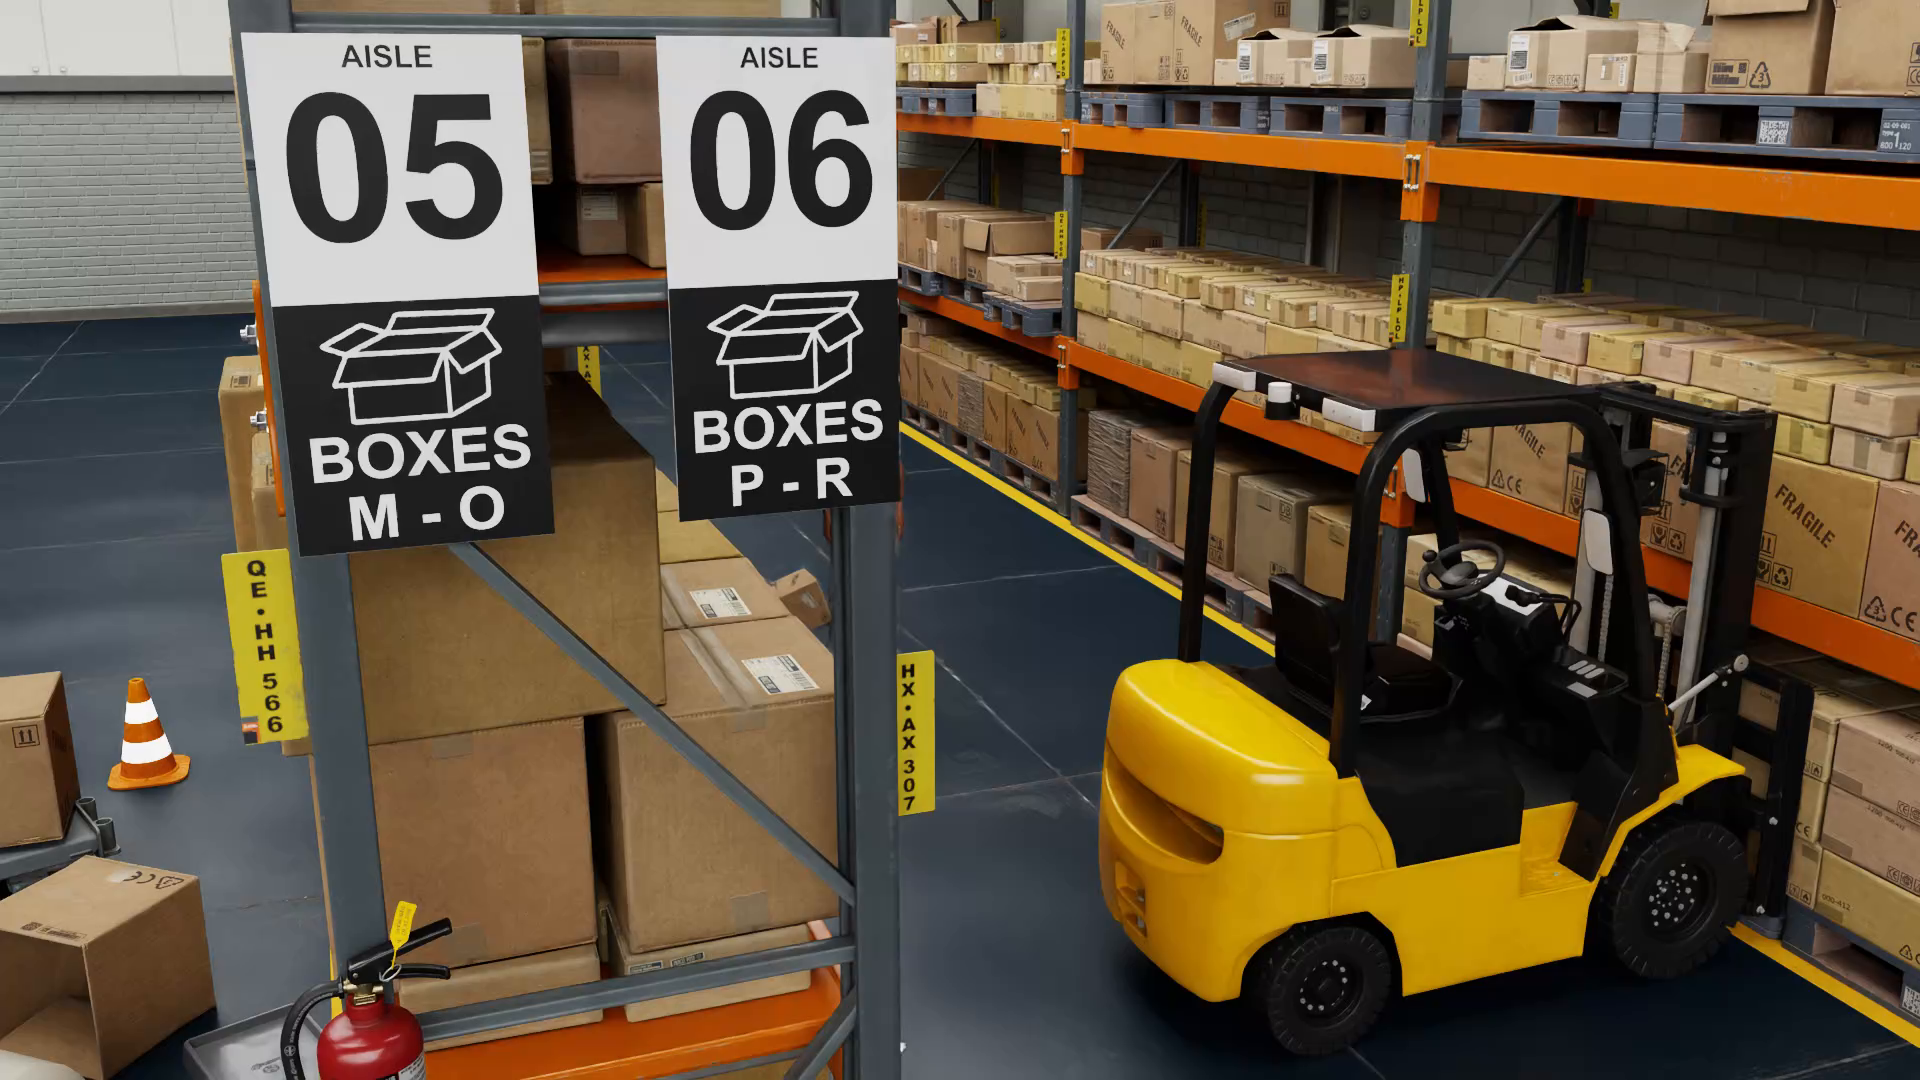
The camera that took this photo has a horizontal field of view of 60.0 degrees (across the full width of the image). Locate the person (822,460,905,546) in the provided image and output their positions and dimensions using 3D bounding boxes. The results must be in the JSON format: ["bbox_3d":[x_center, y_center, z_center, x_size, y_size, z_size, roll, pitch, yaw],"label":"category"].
[{"bbox_3d":[-0.532,-0.476,8.820,0.474,1.011,0.366,-4,16,-13],"label":"person"}]
